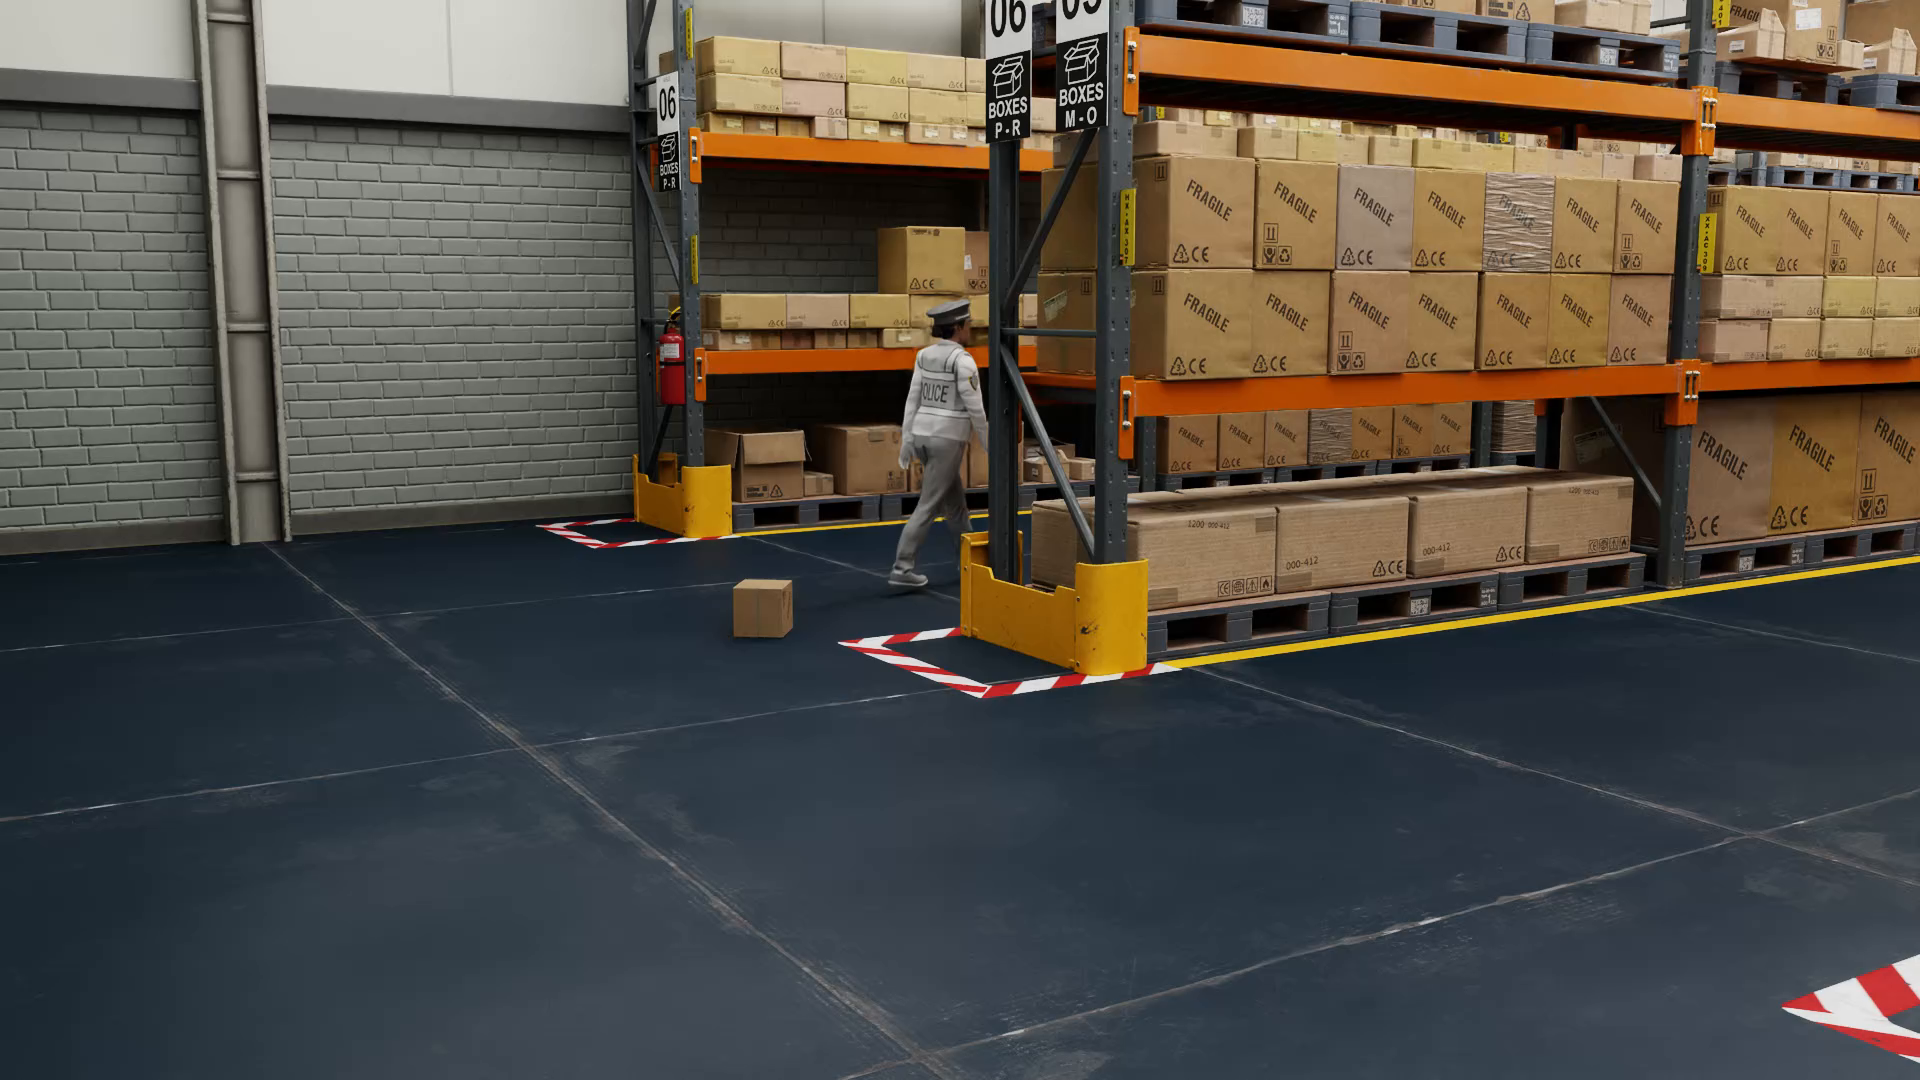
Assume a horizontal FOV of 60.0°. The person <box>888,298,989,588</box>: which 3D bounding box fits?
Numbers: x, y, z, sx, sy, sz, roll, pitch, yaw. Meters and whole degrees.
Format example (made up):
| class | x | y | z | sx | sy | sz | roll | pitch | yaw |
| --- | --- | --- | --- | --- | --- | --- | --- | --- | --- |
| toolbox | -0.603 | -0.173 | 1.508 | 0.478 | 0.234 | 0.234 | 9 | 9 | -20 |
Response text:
| class | x | y | z | sx | sy | sz | roll | pitch | yaw |
| --- | --- | --- | --- | --- | --- | --- | --- | --- | --- |
| person | -0.024 | -0.562 | 9.544 | 0.921 | 1.634 | 0.507 | -6 | 10 | -35 |
